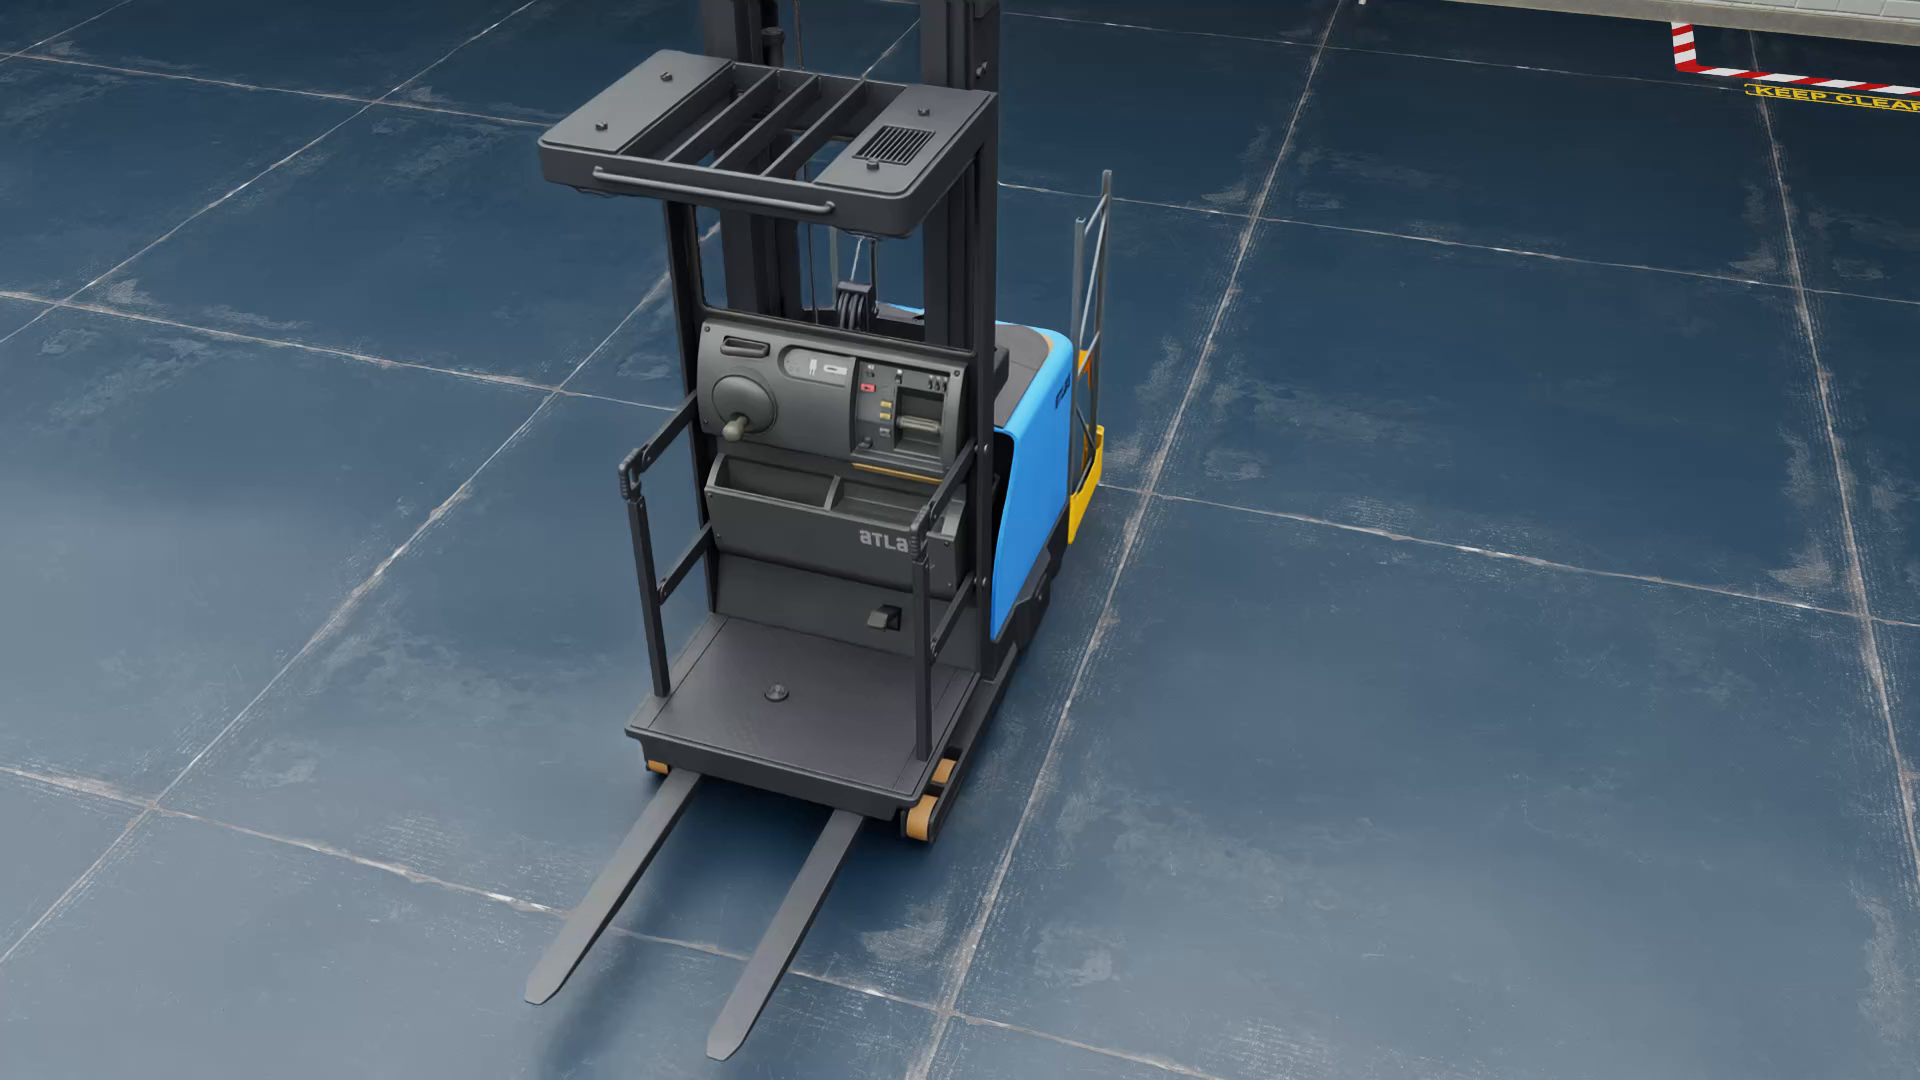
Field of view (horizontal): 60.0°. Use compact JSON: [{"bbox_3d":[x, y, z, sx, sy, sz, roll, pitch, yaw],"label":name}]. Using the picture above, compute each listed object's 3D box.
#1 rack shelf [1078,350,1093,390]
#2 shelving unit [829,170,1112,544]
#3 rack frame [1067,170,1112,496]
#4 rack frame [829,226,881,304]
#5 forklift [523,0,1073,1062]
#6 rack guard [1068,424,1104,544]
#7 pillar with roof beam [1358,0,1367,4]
[{"bbox_3d":[0.045,-0.701,7.241,1.000,0.185,0.538,10,38,14],"label":"rack shelf"},{"bbox_3d":[0.053,-0.845,7.132,1.083,1.500,0.587,10,38,14],"label":"shelving unit"},{"bbox_3d":[0.531,-0.757,7.014,0.032,1.500,0.500,10,38,14],"label":"rack frame"},{"bbox_3d":[-0.441,-0.935,7.255,0.032,1.500,0.500,10,38,14],"label":"rack frame"},{"bbox_3d":[-0.503,-0.402,5.324,1.130,2.935,3.031,12,38,15],"label":"forklift"},{"bbox_3d":[0.529,-0.254,7.384,0.087,0.250,0.587,10,38,14],"label":"rack guard"},{"bbox_3d":[1.719,-5.466,7.085,0.400,9.000,9.100,10,38,14],"label":"pillar with roof beam"}]
